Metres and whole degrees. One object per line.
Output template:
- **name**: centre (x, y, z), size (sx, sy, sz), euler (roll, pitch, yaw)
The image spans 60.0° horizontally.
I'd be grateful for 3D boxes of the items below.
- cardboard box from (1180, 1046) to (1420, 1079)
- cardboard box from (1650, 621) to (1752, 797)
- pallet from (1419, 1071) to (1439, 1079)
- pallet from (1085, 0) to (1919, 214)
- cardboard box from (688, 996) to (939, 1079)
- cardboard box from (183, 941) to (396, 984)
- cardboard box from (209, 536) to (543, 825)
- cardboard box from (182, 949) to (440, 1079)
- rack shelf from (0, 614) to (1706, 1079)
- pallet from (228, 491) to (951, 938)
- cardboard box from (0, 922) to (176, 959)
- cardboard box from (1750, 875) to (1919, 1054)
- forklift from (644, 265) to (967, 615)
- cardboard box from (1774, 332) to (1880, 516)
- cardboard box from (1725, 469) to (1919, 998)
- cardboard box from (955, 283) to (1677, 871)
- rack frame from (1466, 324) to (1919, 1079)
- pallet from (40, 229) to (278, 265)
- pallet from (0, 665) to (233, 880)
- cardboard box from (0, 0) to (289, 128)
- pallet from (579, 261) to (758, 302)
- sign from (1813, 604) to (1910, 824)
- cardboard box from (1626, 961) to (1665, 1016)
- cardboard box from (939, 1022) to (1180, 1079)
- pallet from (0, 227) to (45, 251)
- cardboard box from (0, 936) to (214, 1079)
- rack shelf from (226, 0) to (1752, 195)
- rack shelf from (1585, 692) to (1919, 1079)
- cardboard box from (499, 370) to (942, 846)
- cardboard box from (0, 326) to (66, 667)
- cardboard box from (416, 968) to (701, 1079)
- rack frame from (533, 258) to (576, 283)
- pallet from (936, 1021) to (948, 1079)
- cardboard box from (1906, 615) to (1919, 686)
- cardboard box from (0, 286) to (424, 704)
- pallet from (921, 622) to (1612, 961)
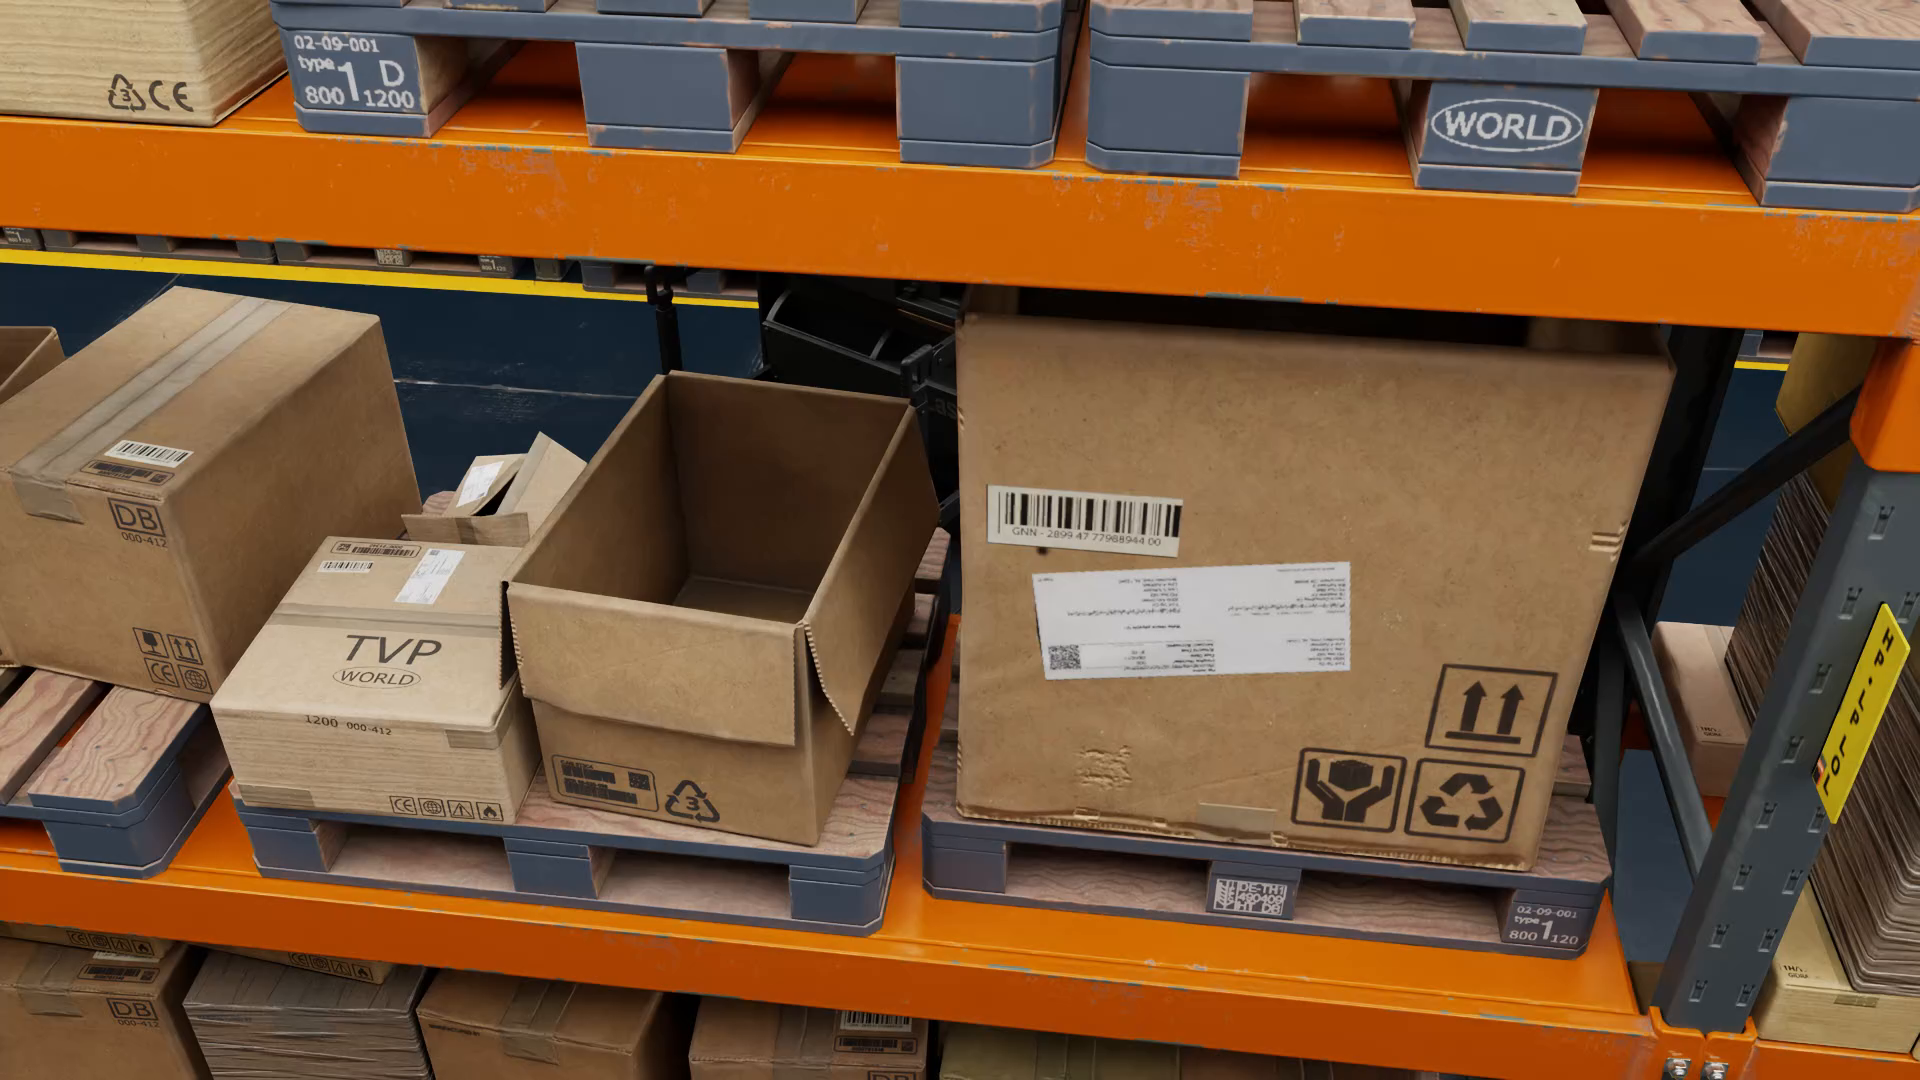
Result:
- **cardboard box**: centre (0.717, 1.178, 3.790), size (0.500, 0.500, 0.700), euler (2, 36, 2)
- **cardboard box**: centre (1.574, 0.347, 3.398), size (0.250, 0.149, 0.380), euler (4, 36, 6)
- **pallet**: centre (0.551, 1.476, 4.000), size (1.213, 0.211, 1.003), euler (4, 36, 6)
- **pallet**: centre (0.725, -0.854, 2.444), size (1.003, 0.211, 1.213), euler (4, 36, 6)
- **cardboard box**: centre (-0.308, 1.091, 3.912), size (0.500, 0.500, 0.700), euler (1, 36, 2)
- **cardboard box**: centre (-1.448, 0.701, 3.814), size (0.500, 0.250, 0.500), euler (8, 36, 11)
- **cardboard box**: centre (-1.011, 0.249, 3.087), size (0.500, 0.250, 0.500), euler (3, 36, 5)
- **cardboard box**: centre (-1.425, 1.012, 4.023), size (0.500, 0.500, 0.700), euler (1, 36, 2)
- **rack shelf**: centre (-0.660, 0.543, 3.527), size (4.000, 0.370, 1.077), euler (4, 36, 6)
- **pallet**: centre (-0.675, 0.303, 3.409), size (1.213, 0.211, 1.003), euler (4, 36, 6)
- **cardboard box**: centre (-1.975, 0.667, 3.860), size (0.500, 0.250, 0.500), euler (6, 36, 8)
- **cardboard box**: centre (1.499, 0.689, 2.918), size (0.250, 0.149, 0.380), euler (4, 36, 6)
- **forklift**: centre (-2.102, 0.697, 2.750), size (1.550, 2.935, 9.518), euler (23, 41, 29)
- **cardboard box**: centre (1.805, -0.296, 2.880), size (0.500, 0.500, 0.500), euler (4, 36, 6)
- **cardboard box**: centre (1.762, 0.305, 2.898), size (0.500, 0.500, 0.875), euler (4, 36, 6)
- **cardboard box**: centre (0.554, -0.157, 3.009), size (1.000, 1.000, 1.000), euler (4, 36, 6)
- **rack frame**: centre (1.324, 0.398, 3.110), size (0.127, 3.000, 1.000), euler (4, 36, 6)
- **pallet**: centre (-3.893, -1.764, 8.540), size (1.213, 0.211, 1.003), euler (4, 36, 6)
- **pallet**: centre (-1.923, 0.171, 3.593), size (1.003, 0.211, 1.213), euler (4, 36, 6)
- **cardboard box**: centre (-1.190, -0.806, 2.344), size (0.500, 0.250, 0.500), euler (5, 36, 7)
- **pallet**: centre (-1.139, -1.512, 8.186), size (1.213, 0.211, 1.003), euler (4, 36, 6)
- **sign**: centre (1.257, 0.247, 2.326), size (0.005, 0.325, 0.100), euler (4, 36, 6)
- **cardboard box**: centre (1.715, 1.297, 3.641), size (0.500, 0.500, 0.500), euler (3, 36, 5)
- **cardboard box**: centre (0.247, 1.132, 3.854), size (0.500, 0.500, 0.700), euler (4, 36, 6)
- **pallet**: centre (-5.107, -1.853, 8.664), size (1.213, 0.211, 1.003), euler (4, 36, 6)
- **cardboard box**: centre (-1.977, 0.978, 4.070), size (0.500, 0.500, 0.700), euler (2, 36, 3)
- **rack shelf**: centre (-0.660, -0.787, 2.578), size (3.809, 0.052, 0.919), euler (4, 36, 6)
- **rack shelf**: centre (3.307, 0.839, 3.112), size (4.000, 0.370, 1.077), euler (4, 36, 6)
- **cardboard box**: centre (-0.407, 0.110, 3.063), size (0.637, 0.503, 0.797), euler (8, 36, 11)
- **cardboard box**: centre (-2.103, -0.093, 3.350), size (0.500, 0.500, 0.500), euler (0, 36, 0)
- **cardboard box**: centre (-0.862, 1.050, 3.970), size (0.500, 0.500, 0.700), euler (7, 36, 10)
- **rack frame**: centre (-1.912, -2.748, 7.519), size (0.127, 3.000, 1.000), euler (4, 36, 6)
- **pallet**: centre (-0.662, 1.387, 4.124), size (1.213, 0.211, 1.003), euler (4, 36, 6)
- **cardboard box**: centre (1.738, 0.009, 2.453), size (0.500, 0.500, 0.500), euler (4, 36, 6)
- **cardboard box**: centre (-1.537, -0.109, 3.373), size (0.500, 0.500, 0.700), euler (9, 37, 13)
- **pallet**: centre (0.584, 0.336, 3.363), size (1.213, 0.211, 1.003), euler (4, 36, 6)
